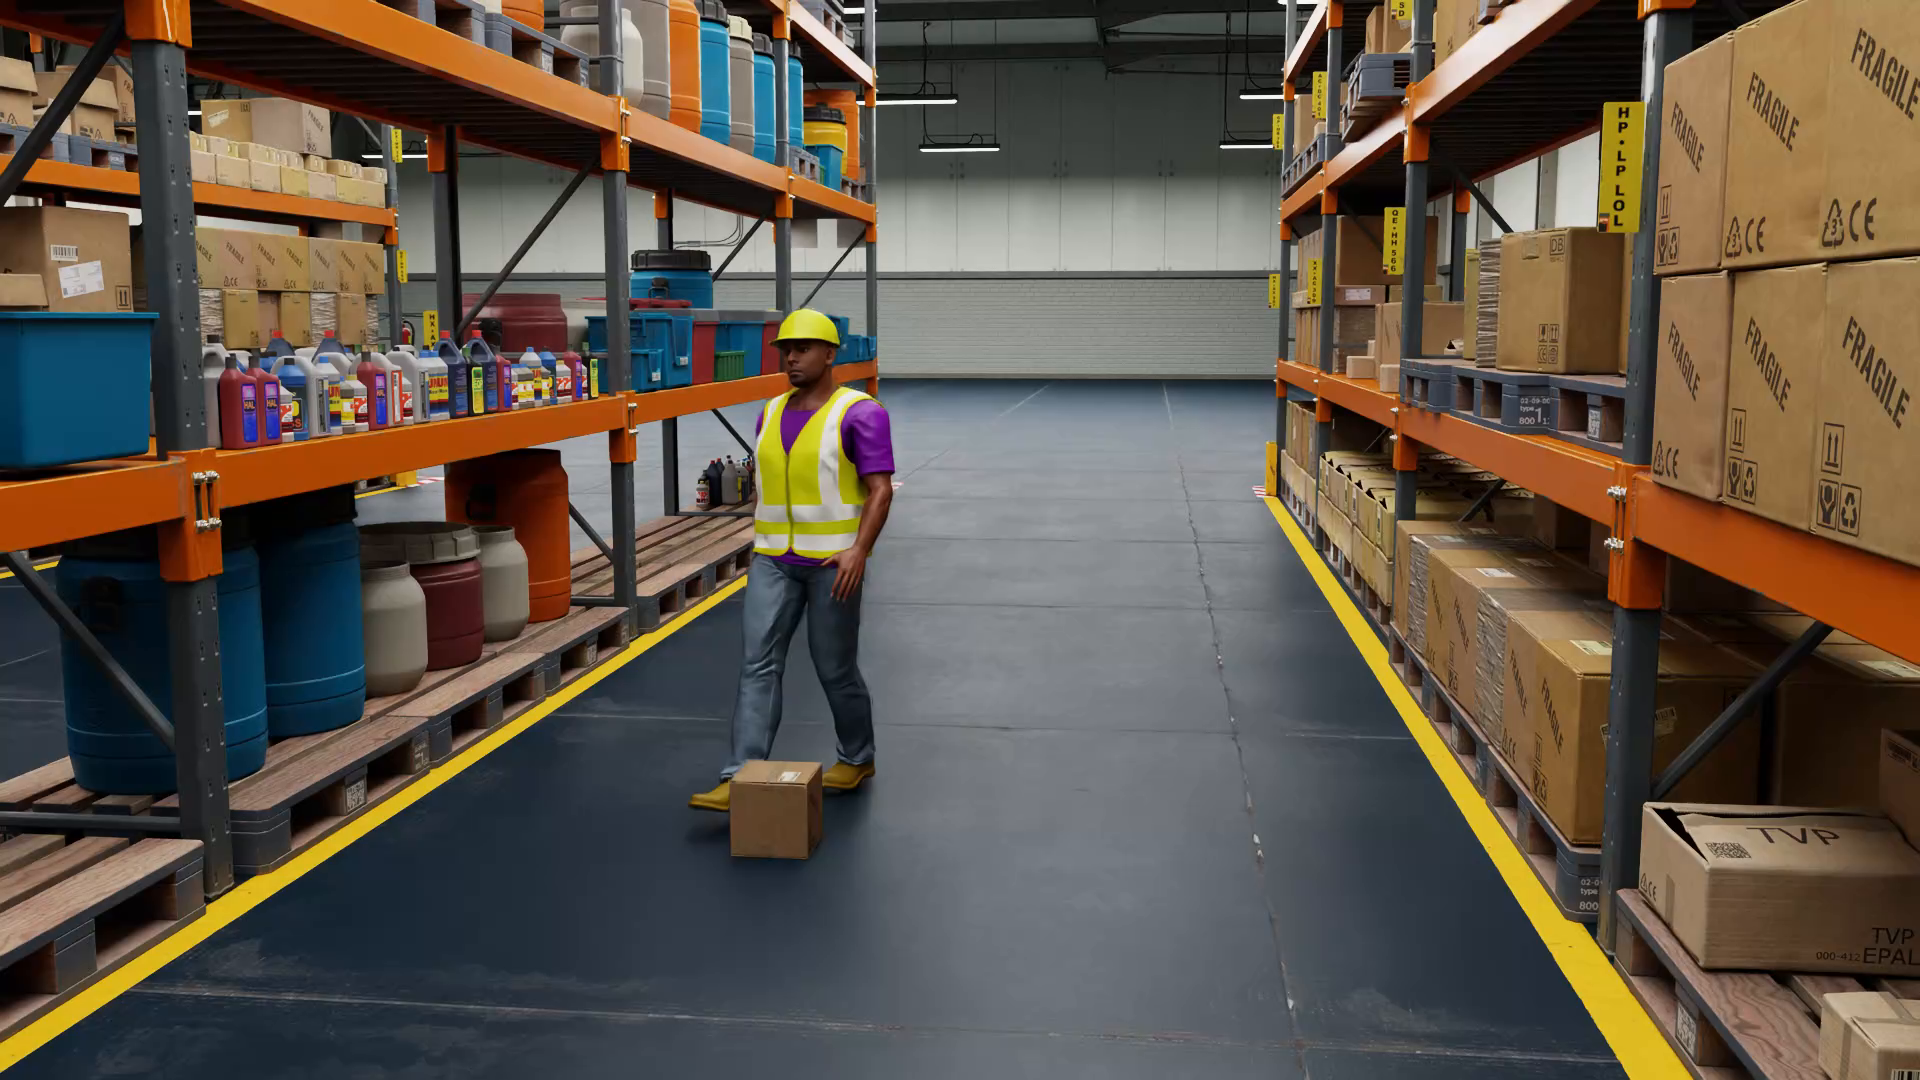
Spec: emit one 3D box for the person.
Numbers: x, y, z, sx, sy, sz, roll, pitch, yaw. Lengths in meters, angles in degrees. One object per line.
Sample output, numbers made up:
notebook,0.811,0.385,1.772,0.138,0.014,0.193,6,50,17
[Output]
person,-0.571,0.076,5.697,0.623,1.723,0.938,3,8,22
